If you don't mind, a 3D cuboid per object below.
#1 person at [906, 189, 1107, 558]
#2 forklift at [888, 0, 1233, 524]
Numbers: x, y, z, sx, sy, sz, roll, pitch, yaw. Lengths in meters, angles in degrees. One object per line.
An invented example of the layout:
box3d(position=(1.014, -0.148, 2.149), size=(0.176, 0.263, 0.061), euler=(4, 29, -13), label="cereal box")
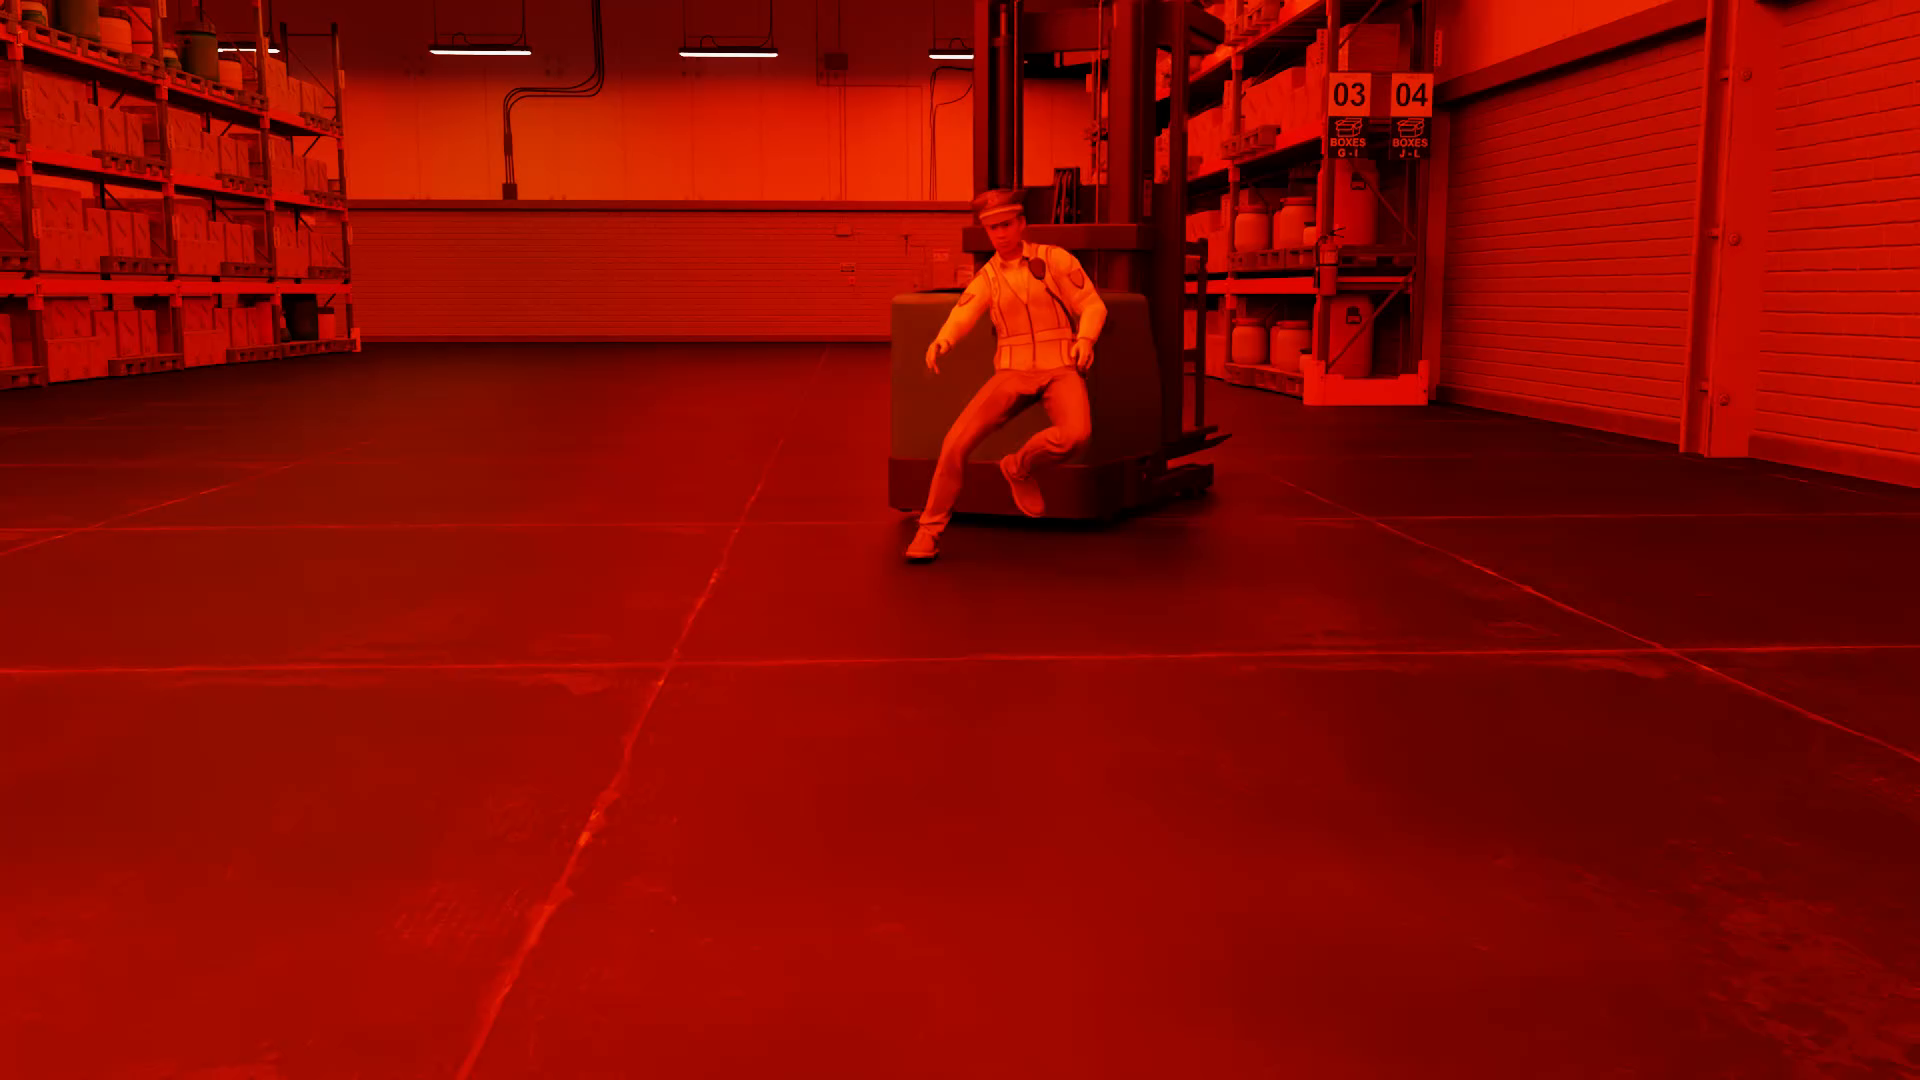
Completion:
box3d(position=(0.185, -0.666, 6.693), size=(0.770, 1.486, 0.696), euler=(2, 9, 11), label="person")
box3d(position=(0.733, -1.700, 8.782), size=(1.130, 2.935, 3.031), euler=(4, 9, 24), label="forklift")
